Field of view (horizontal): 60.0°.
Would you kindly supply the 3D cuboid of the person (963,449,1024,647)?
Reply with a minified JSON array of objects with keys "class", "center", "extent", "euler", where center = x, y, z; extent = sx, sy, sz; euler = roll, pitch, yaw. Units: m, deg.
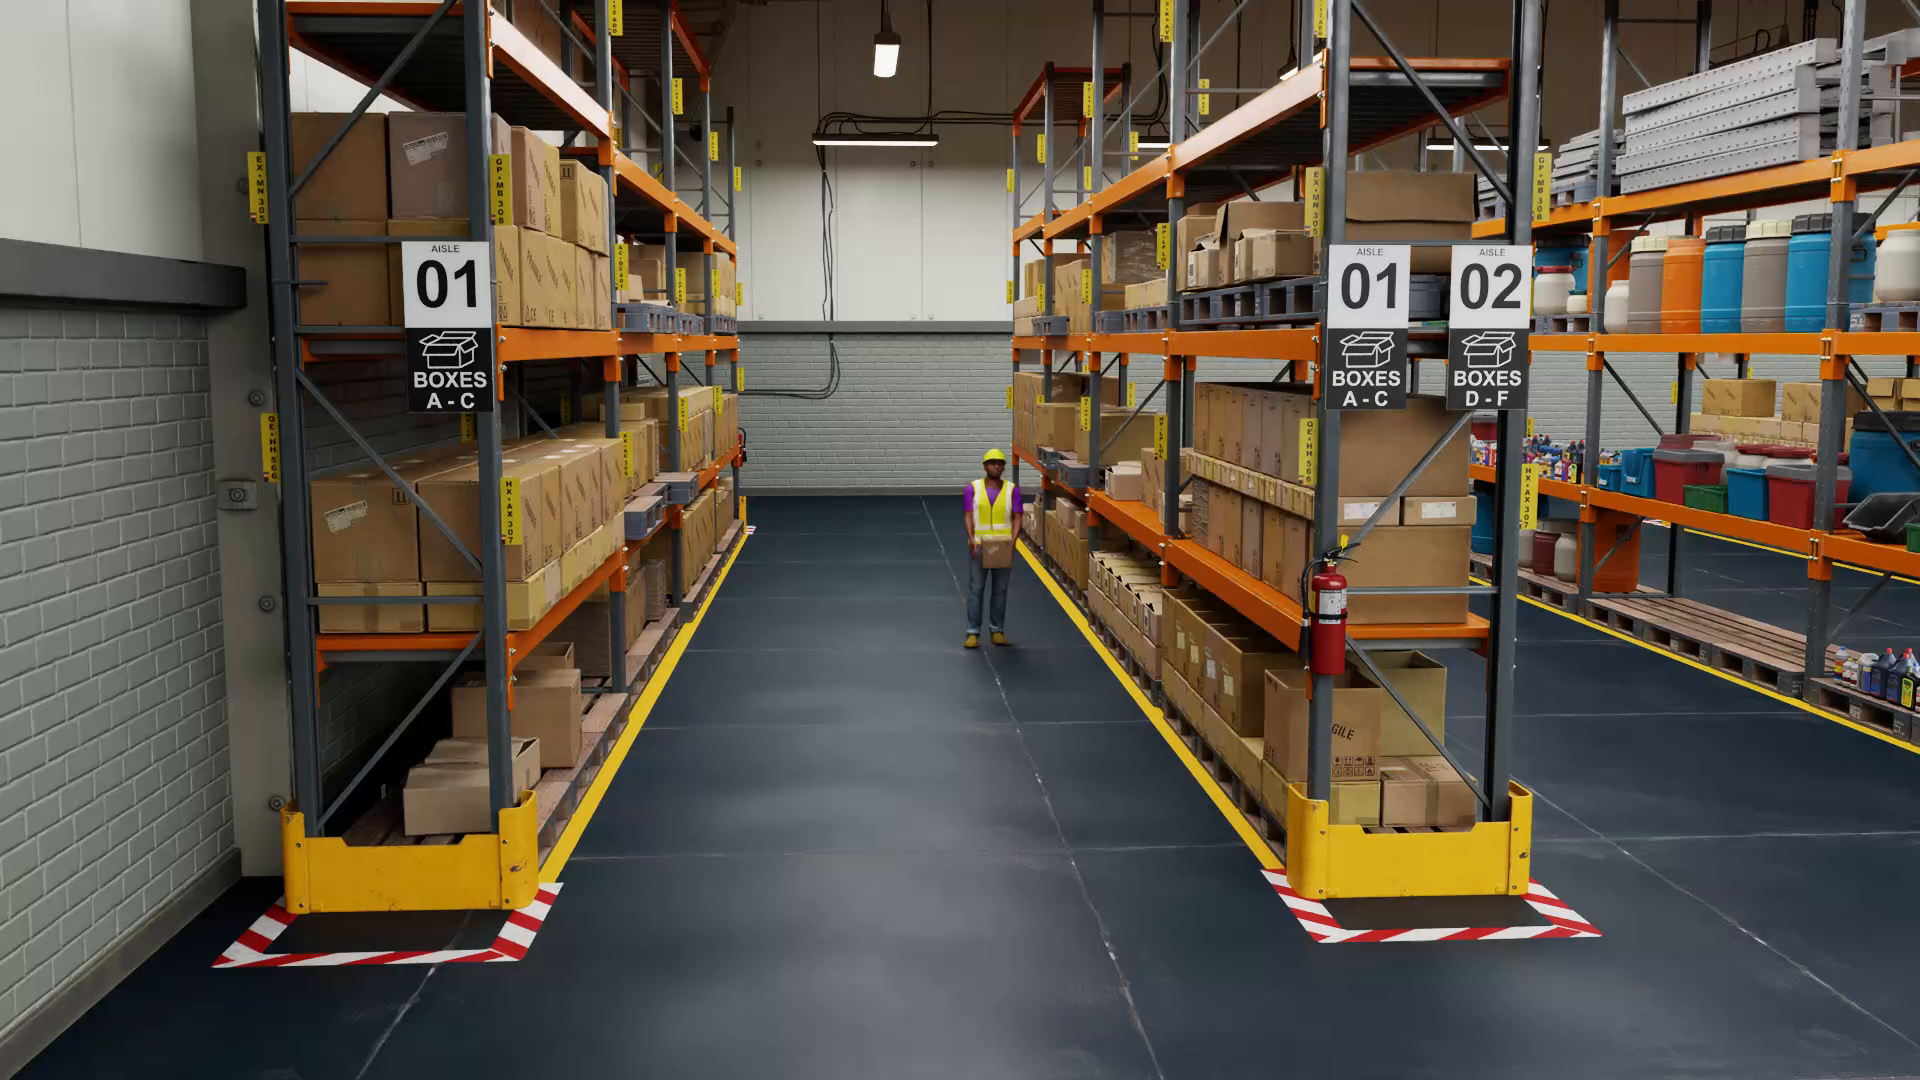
[{"class":"person","center":[0.304,0.067,15.025],"extent":[0.558,1.771,0.528],"euler":[0,7,-4]}]
